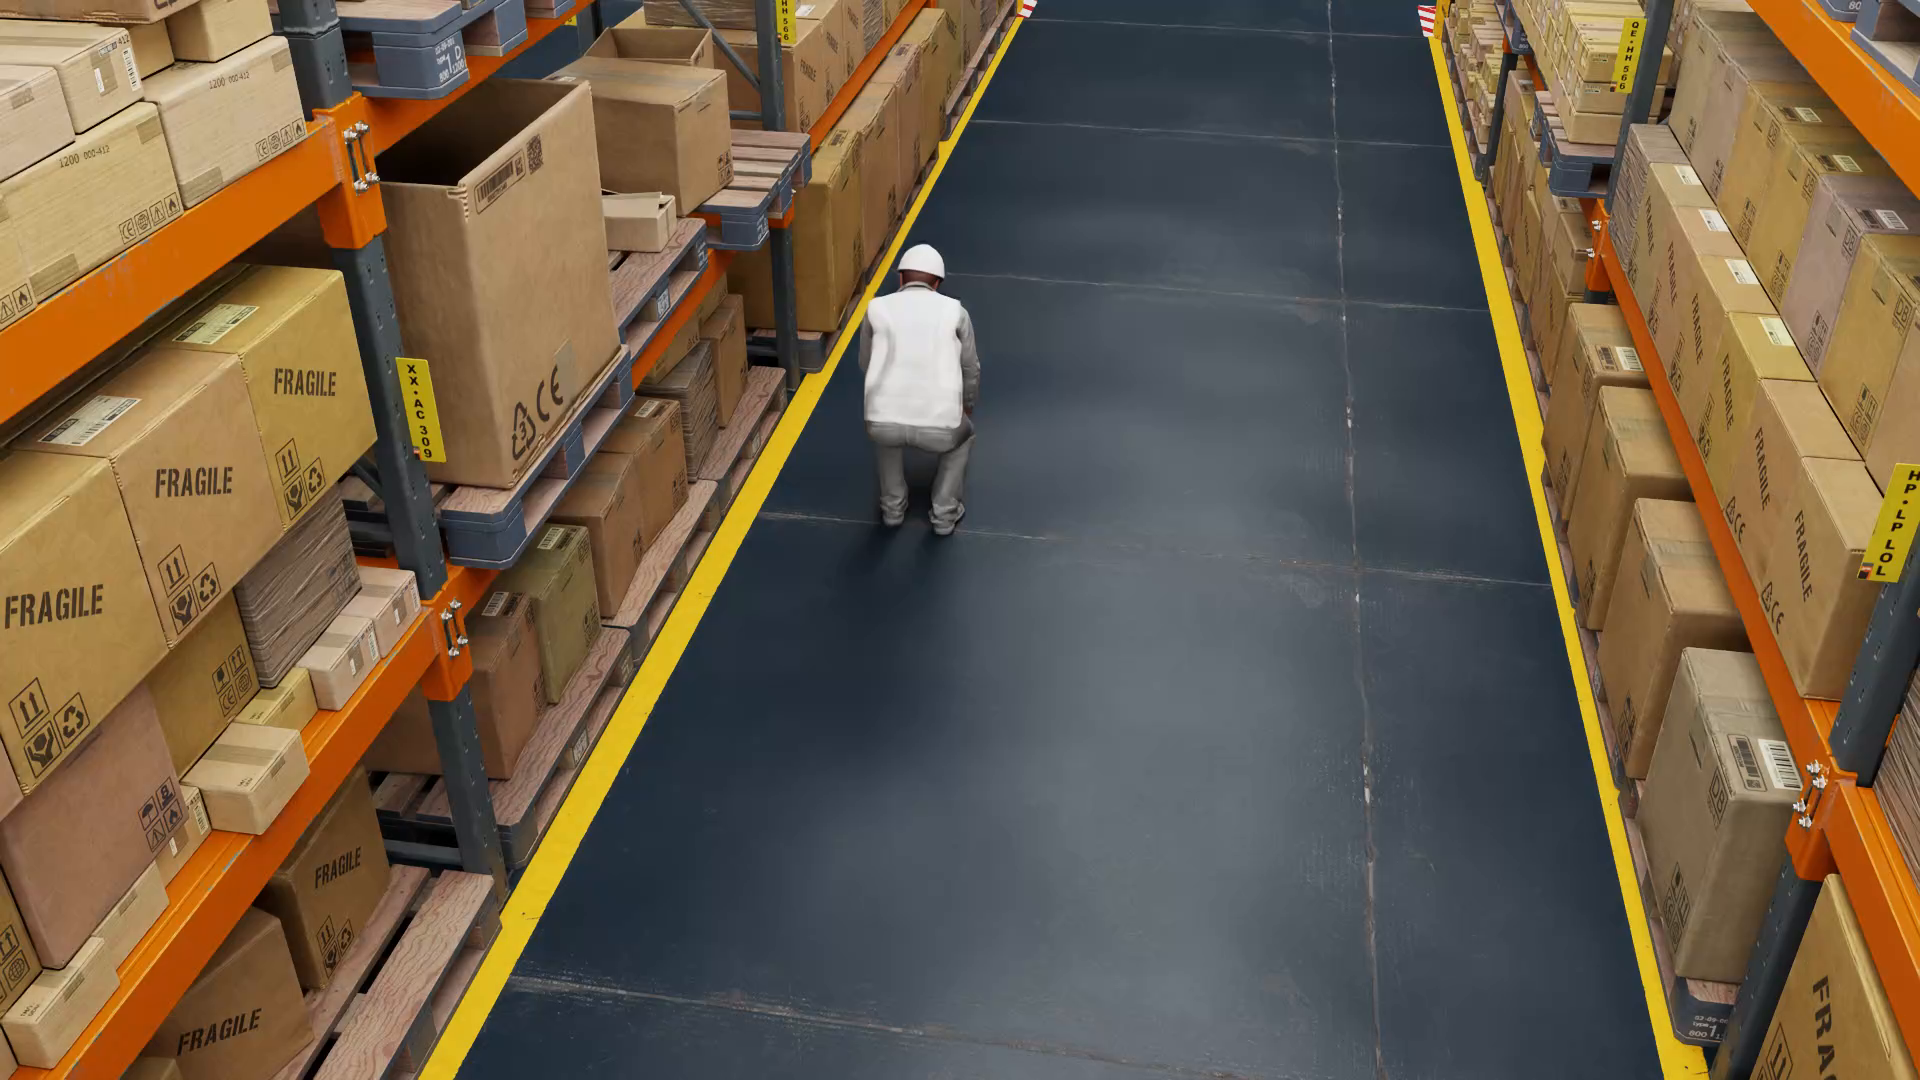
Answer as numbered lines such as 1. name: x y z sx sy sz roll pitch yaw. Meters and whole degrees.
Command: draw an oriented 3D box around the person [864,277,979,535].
1. person: -0.200 -0.607 7.771 0.545 1.039 0.870 5 33 8
